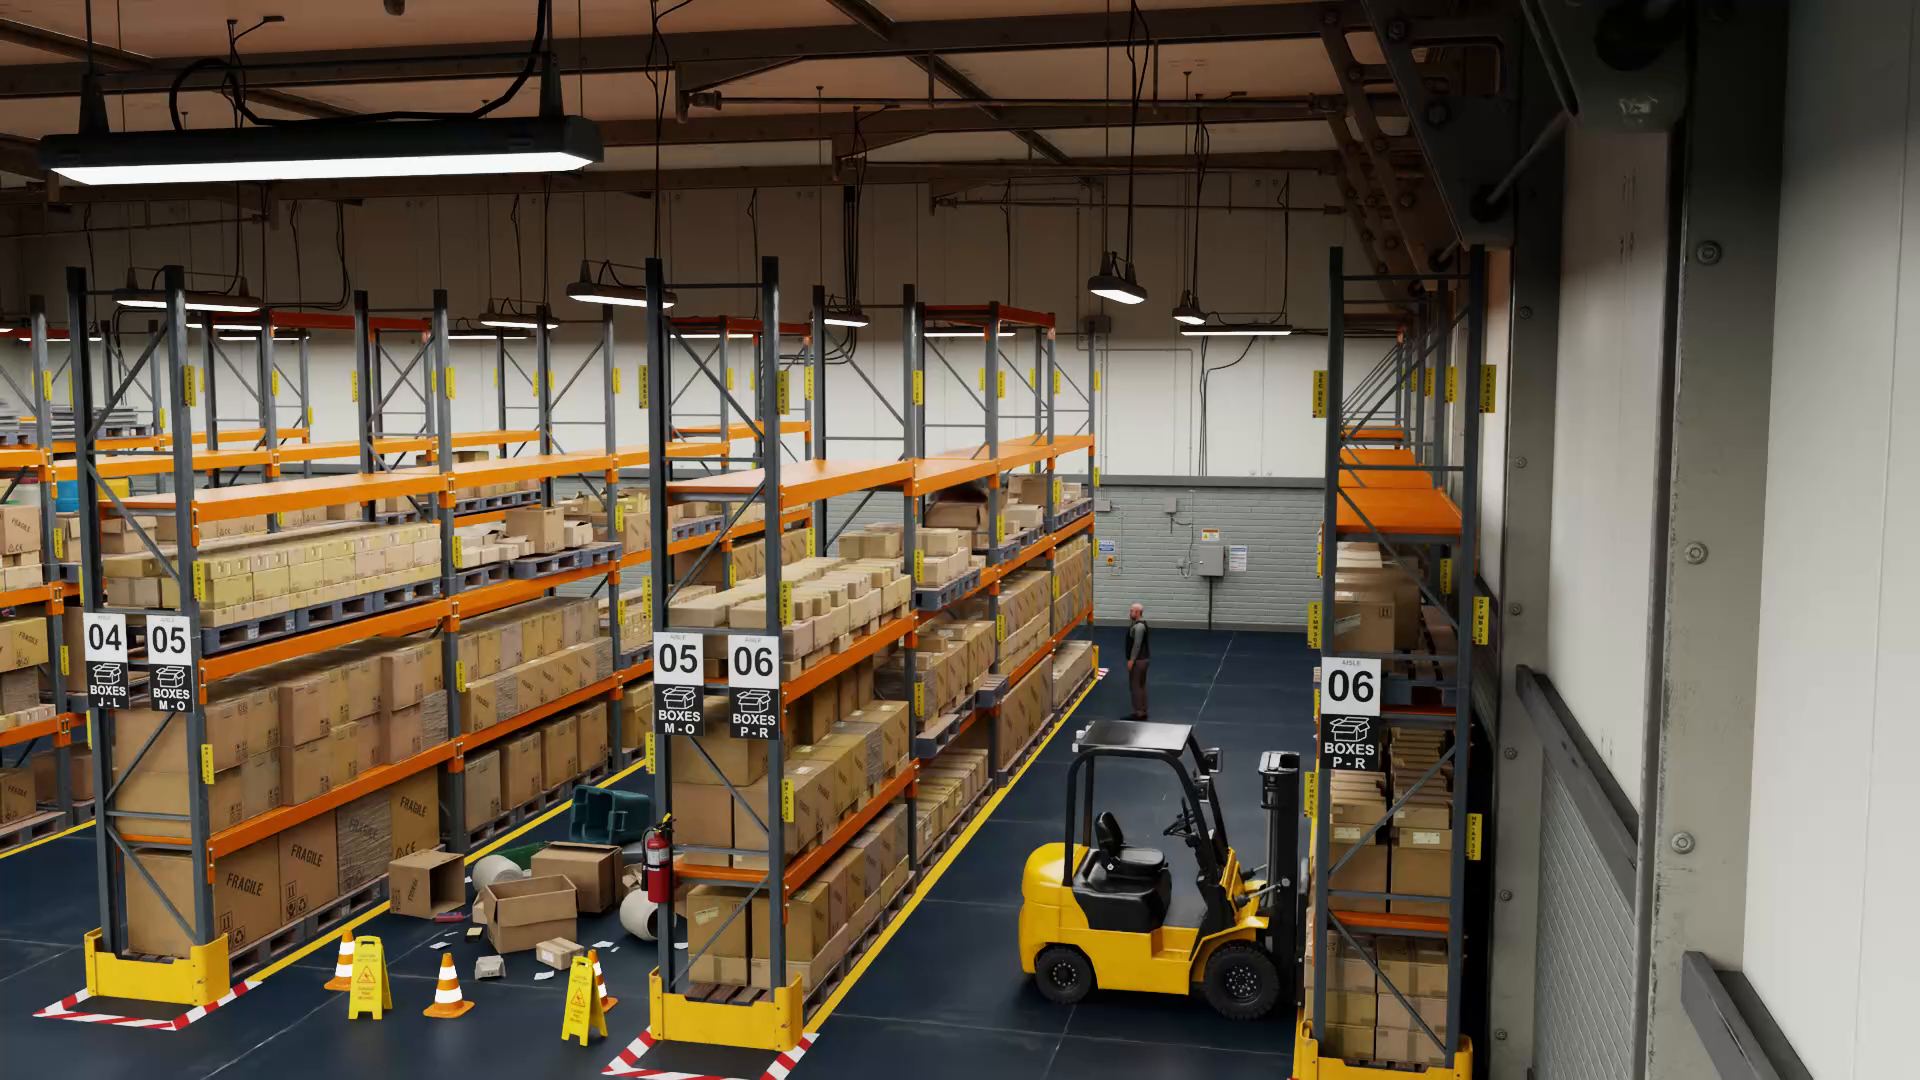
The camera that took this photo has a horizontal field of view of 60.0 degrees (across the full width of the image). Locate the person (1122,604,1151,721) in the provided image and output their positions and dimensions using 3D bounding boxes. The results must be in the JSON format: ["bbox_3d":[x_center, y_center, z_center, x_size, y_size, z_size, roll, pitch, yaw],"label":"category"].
[{"bbox_3d":[2.631,1.805,24.687,0.388,1.726,0.552,2,6,16],"label":"person"}]
